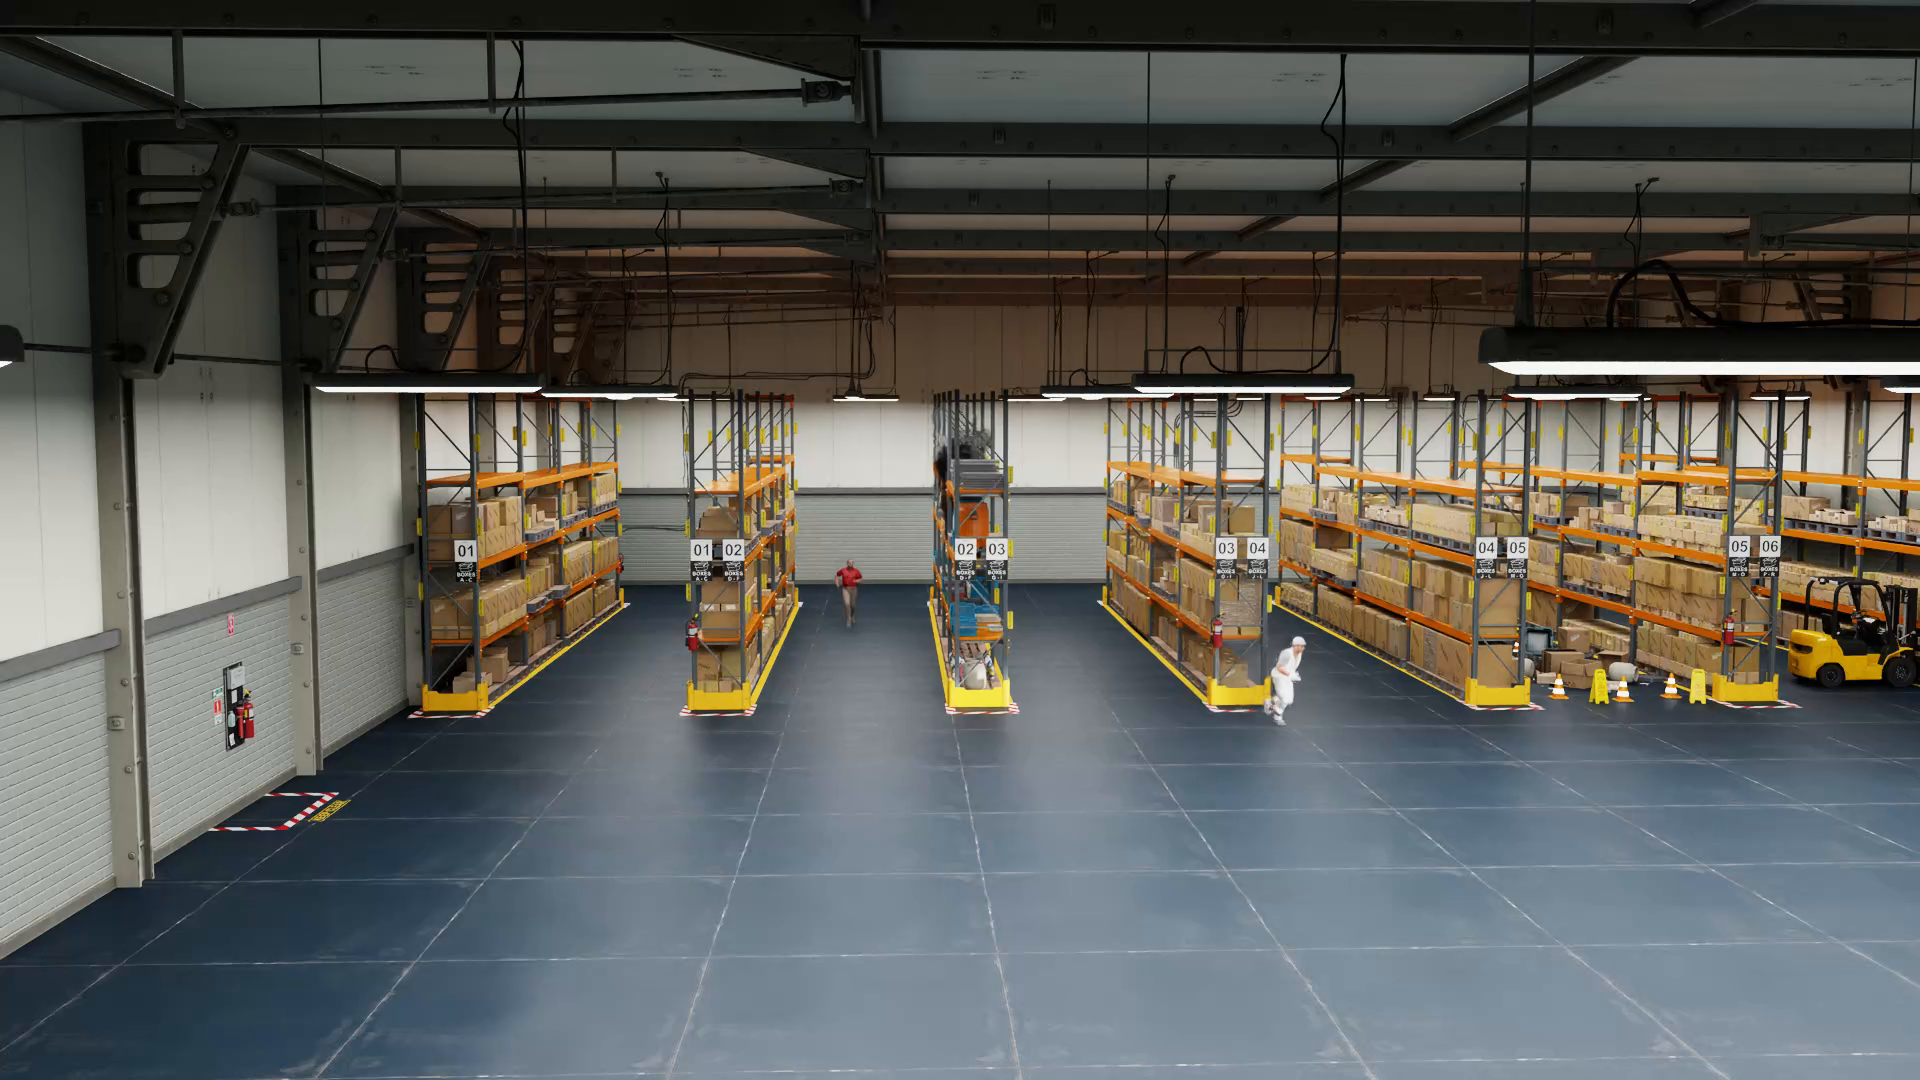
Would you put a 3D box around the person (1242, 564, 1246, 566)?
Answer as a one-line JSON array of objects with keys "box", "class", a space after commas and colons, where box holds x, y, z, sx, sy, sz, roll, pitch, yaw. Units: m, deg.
[{"box": [7.946, 1.175, 45.927, 0.625, 1.598, 0.582, -1, 5, -7], "class": "person"}]

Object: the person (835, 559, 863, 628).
[{"box": [-2.850, 1.357, 43.025, 0.672, 1.732, 0.954, -1, 5, -13], "class": "person"}]

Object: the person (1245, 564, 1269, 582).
[{"box": [7.936, 1.199, 44.601, 0.725, 1.775, 0.867, 0, 5, 4], "class": "person"}]

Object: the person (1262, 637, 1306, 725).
[{"box": [5.825, 2.504, 29.758, 0.677, 1.616, 0.898, -5, 7, -45], "class": "person"}]
